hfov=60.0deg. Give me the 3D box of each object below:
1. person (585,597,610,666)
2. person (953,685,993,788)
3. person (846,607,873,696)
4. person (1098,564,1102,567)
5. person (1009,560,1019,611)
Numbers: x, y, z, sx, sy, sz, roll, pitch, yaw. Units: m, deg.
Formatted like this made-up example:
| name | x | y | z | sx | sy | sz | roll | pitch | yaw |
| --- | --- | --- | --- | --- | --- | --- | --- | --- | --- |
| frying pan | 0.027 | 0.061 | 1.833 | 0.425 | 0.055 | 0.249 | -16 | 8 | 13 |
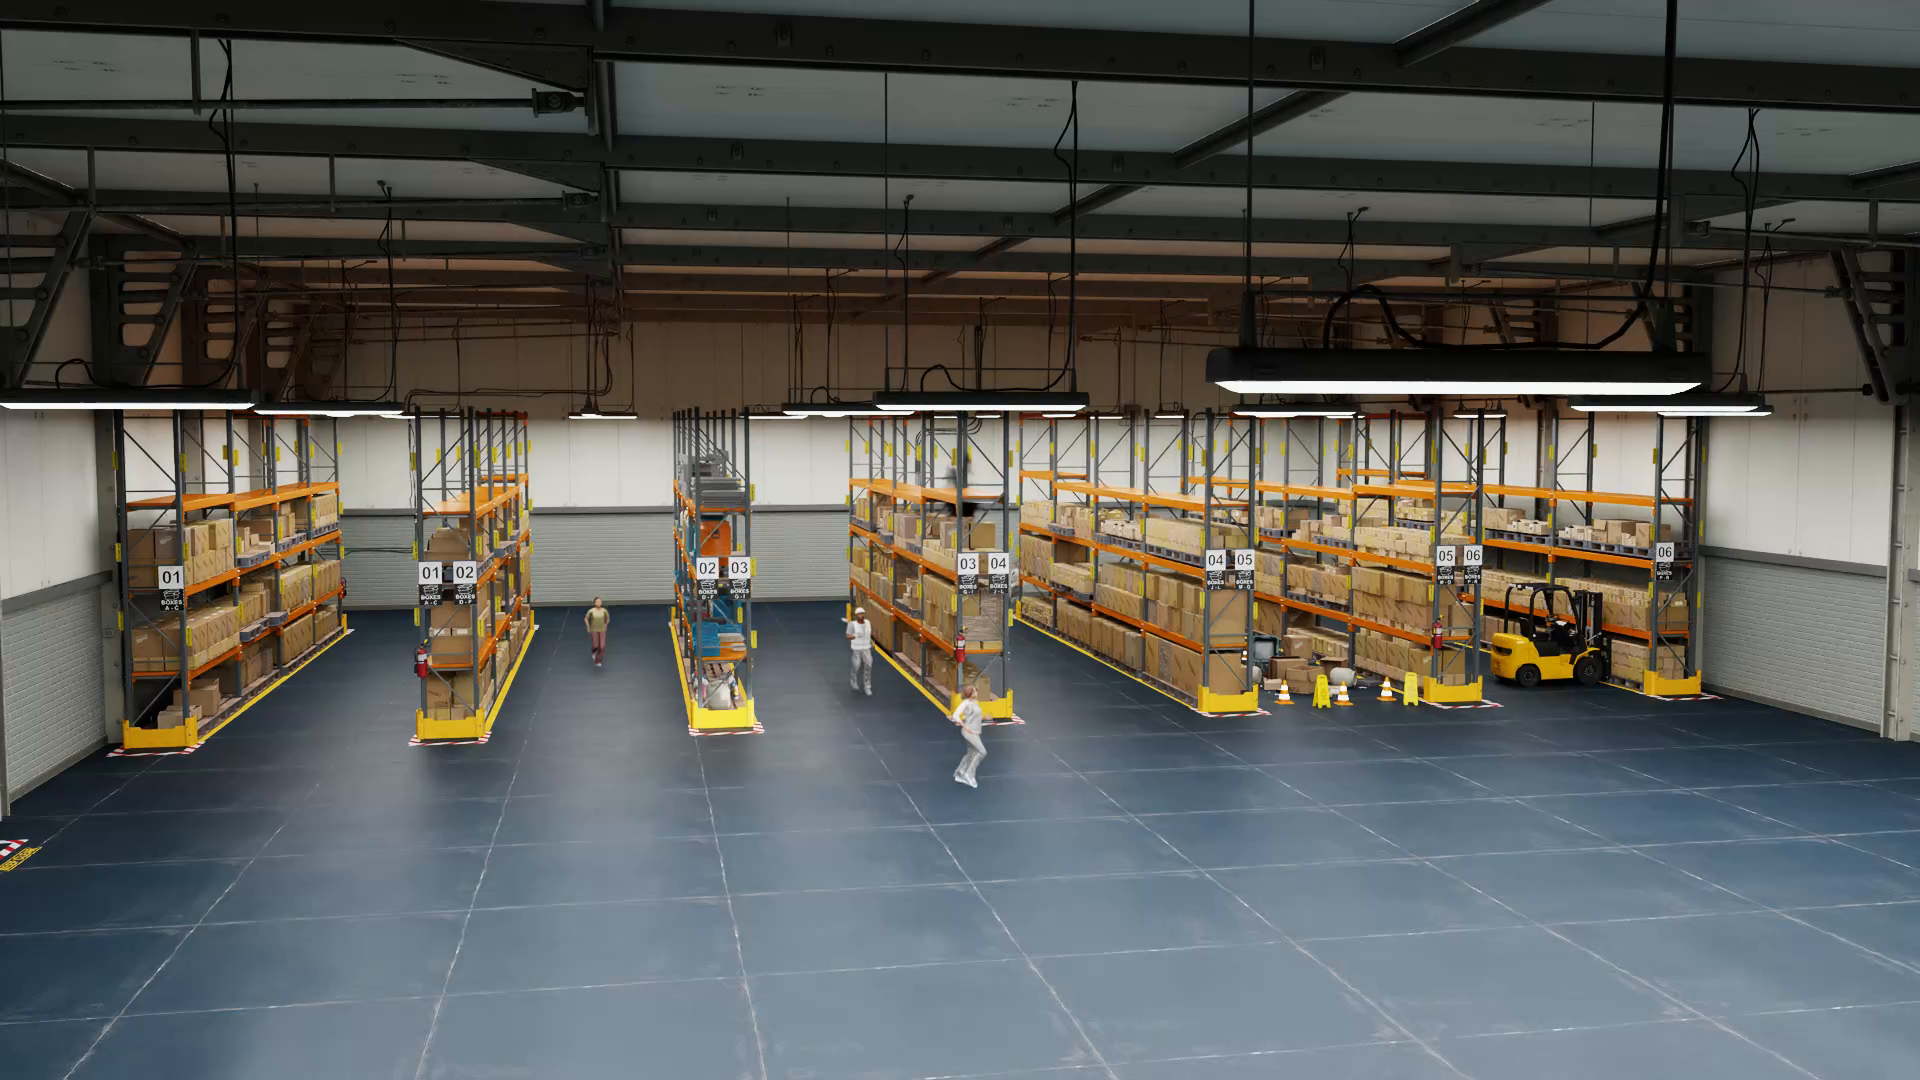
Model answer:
| name | x | y | z | sx | sy | sz | roll | pitch | yaw |
| --- | --- | --- | --- | --- | --- | --- | --- | --- | --- |
| person | -8.485 | 2.147 | 38.996 | 0.583 | 1.623 | 0.557 | -2 | 4 | -22 |
| person | 0.202 | 3.072 | 26.094 | 0.635 | 1.610 | 0.518 | 1 | 4 | 16 |
| person | -2.100 | 2.331 | 35.037 | 0.664 | 1.835 | 0.775 | -2 | 4 | -22 |
| person | 4.010 | 1.514 | 48.010 | 0.608 | 1.628 | 0.759 | -3 | 5 | -32 |
| person | 1.640 | 1.379 | 49.904 | 0.472 | 1.588 | 0.768 | -1 | 4 | -14 |
